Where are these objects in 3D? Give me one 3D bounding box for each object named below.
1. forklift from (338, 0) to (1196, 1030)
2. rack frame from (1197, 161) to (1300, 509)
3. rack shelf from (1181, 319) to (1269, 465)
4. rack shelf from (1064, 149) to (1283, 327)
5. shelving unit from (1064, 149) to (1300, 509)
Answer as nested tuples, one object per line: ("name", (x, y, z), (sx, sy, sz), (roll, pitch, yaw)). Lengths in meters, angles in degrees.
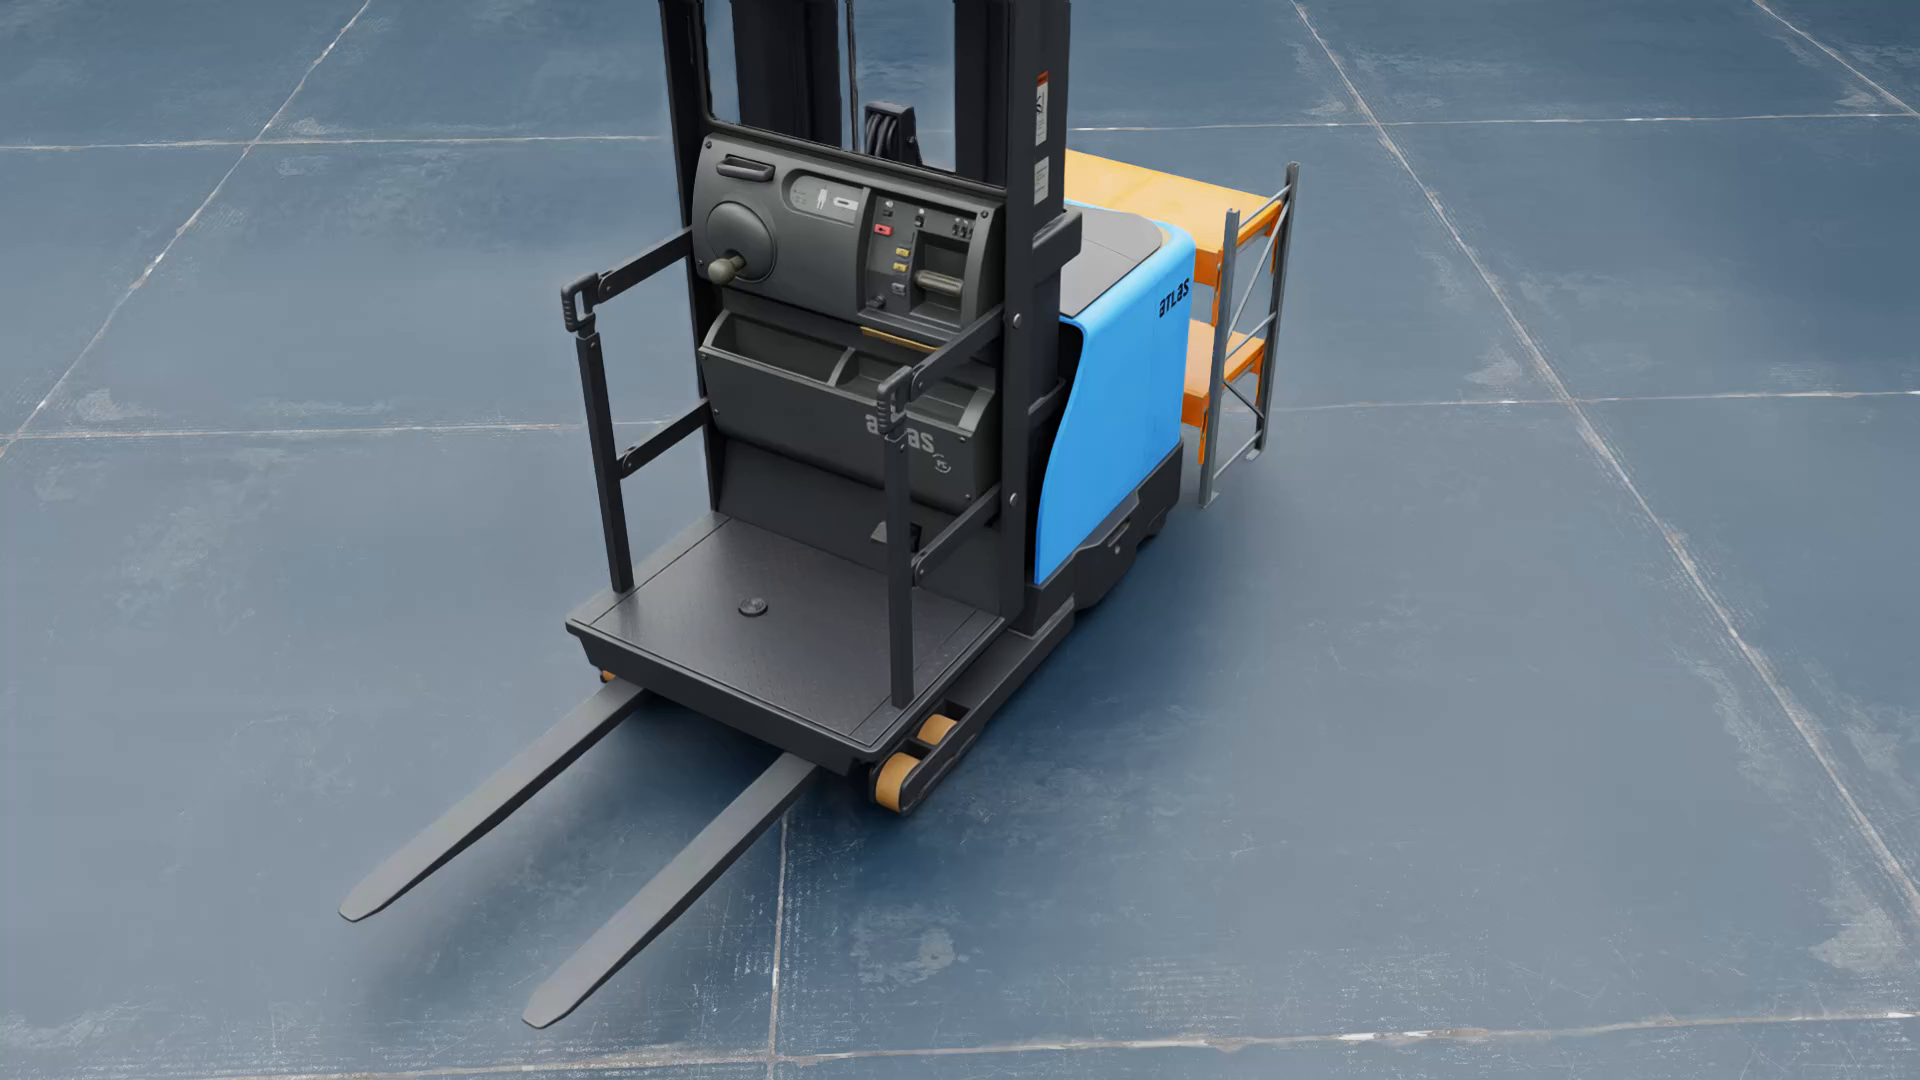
("forklift", (-0.436, -0.747, 4.254), (1.130, 2.935, 3.031), (19, 39, 26))
("rack frame", (0.997, -0.696, 5.768), (0.032, 1.125, 0.500), (21, 40, 27))
("rack shelf", (0.575, -0.656, 6.139), (1.000, 0.278, 0.538), (21, 40, 27))
("rack shelf", (0.575, -1.098, 5.834), (1.000, 0.278, 0.538), (21, 40, 27))
("shelving unit", (0.575, -0.857, 6.000), (1.048, 1.125, 0.538), (21, 40, 27))
